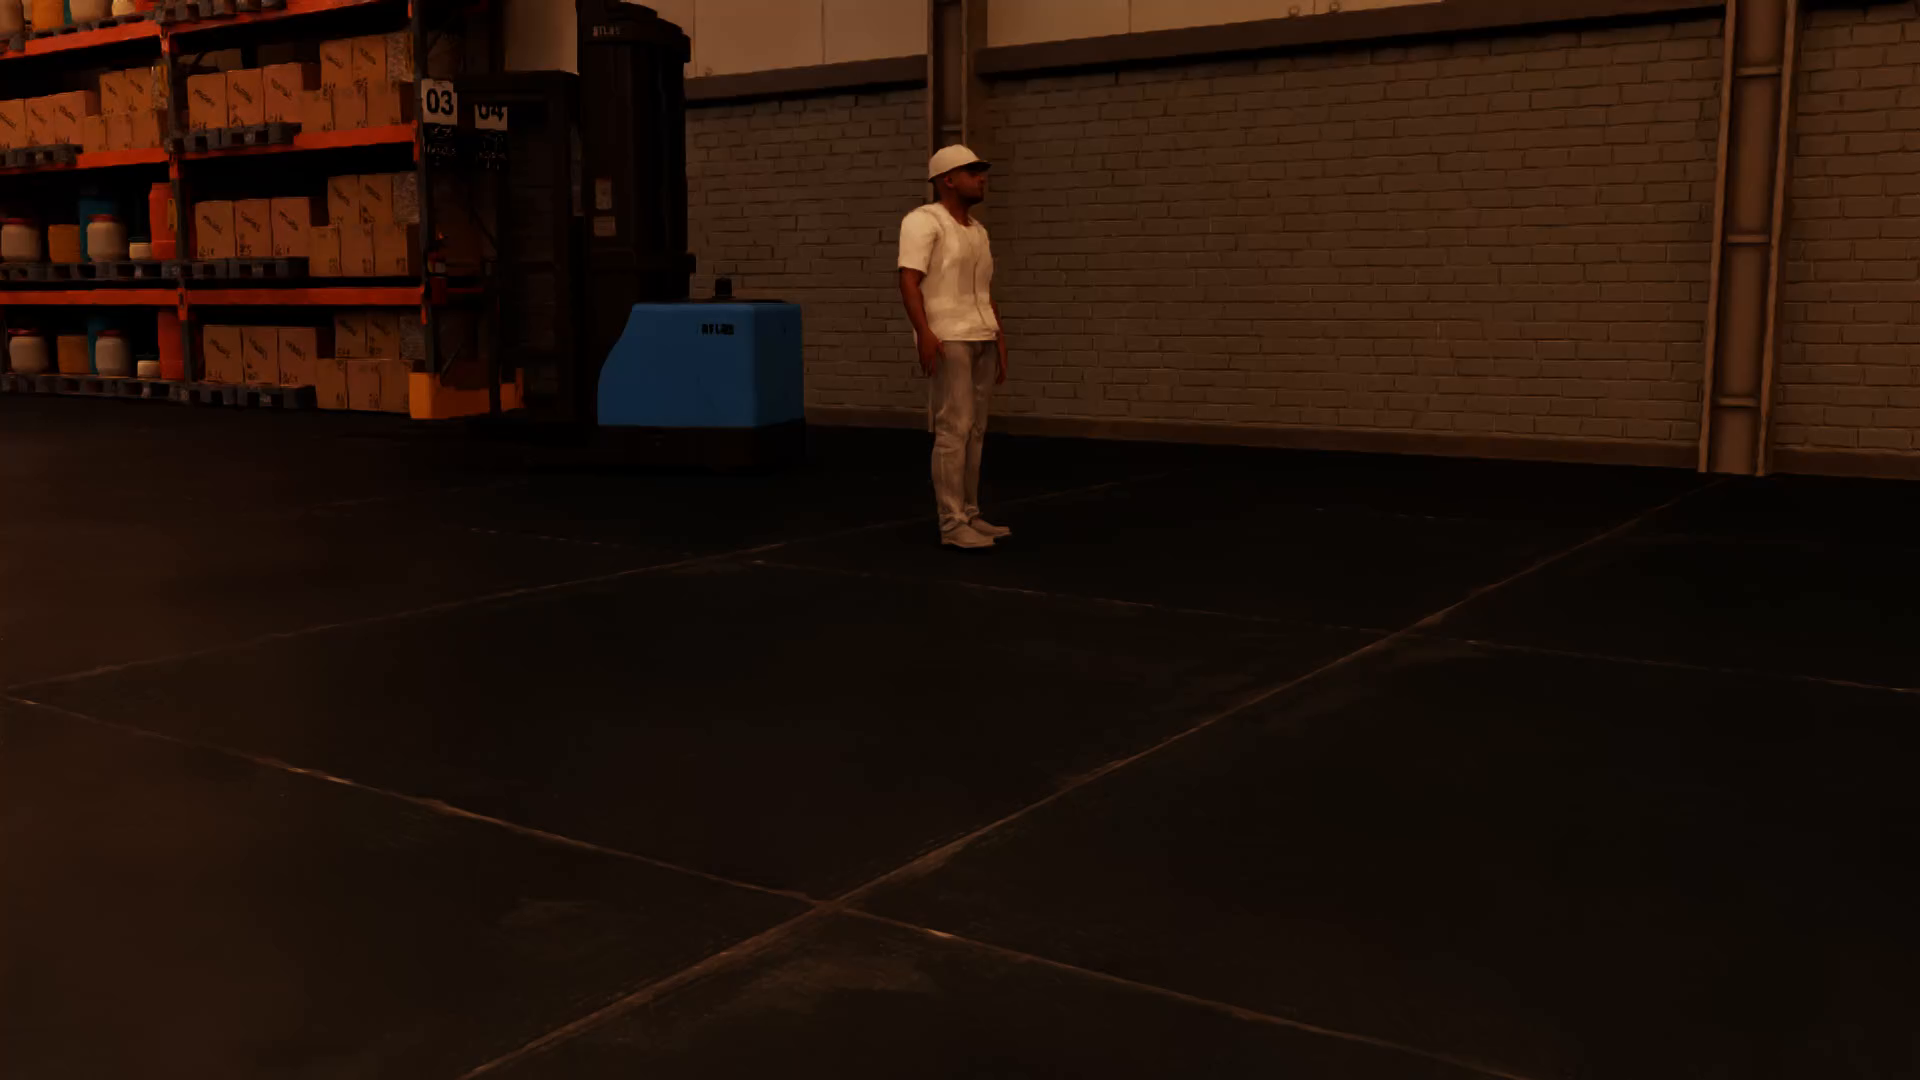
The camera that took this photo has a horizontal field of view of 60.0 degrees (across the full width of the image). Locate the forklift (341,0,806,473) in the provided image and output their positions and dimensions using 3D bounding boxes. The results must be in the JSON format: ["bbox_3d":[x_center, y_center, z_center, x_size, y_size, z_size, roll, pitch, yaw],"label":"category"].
[{"bbox_3d":[-2.611,-1.957,10.956,3.031,2.935,1.130,2,8,14],"label":"forklift"}]

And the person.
[{"bbox_3d":[0.055,-0.875,7.435,0.576,1.766,0.665,5,10,34],"label":"person"}]
